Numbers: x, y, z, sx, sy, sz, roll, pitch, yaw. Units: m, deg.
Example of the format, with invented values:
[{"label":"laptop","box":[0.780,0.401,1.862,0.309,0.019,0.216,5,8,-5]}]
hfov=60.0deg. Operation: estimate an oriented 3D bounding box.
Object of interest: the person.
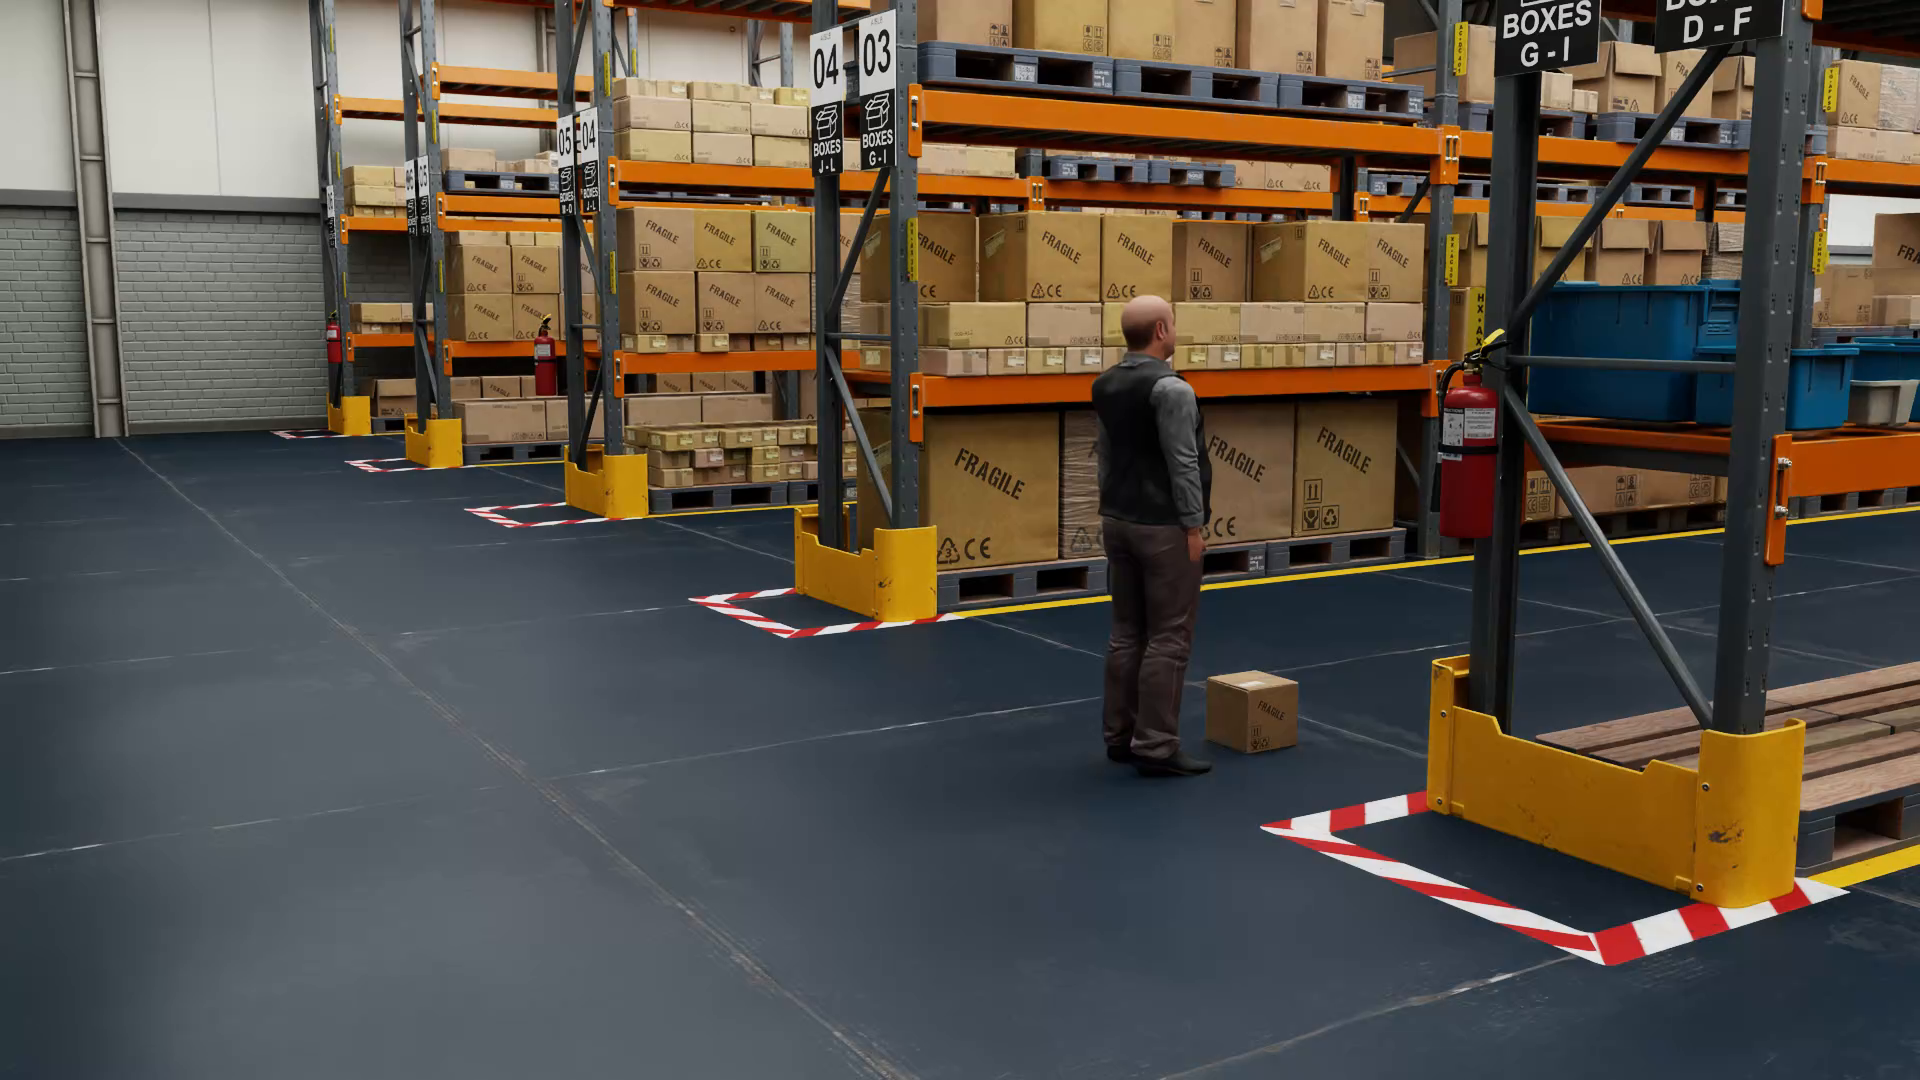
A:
[{"label":"person","box":[0.709,-0.019,6.110,0.361,1.745,0.539,-5,9,-31]}]
